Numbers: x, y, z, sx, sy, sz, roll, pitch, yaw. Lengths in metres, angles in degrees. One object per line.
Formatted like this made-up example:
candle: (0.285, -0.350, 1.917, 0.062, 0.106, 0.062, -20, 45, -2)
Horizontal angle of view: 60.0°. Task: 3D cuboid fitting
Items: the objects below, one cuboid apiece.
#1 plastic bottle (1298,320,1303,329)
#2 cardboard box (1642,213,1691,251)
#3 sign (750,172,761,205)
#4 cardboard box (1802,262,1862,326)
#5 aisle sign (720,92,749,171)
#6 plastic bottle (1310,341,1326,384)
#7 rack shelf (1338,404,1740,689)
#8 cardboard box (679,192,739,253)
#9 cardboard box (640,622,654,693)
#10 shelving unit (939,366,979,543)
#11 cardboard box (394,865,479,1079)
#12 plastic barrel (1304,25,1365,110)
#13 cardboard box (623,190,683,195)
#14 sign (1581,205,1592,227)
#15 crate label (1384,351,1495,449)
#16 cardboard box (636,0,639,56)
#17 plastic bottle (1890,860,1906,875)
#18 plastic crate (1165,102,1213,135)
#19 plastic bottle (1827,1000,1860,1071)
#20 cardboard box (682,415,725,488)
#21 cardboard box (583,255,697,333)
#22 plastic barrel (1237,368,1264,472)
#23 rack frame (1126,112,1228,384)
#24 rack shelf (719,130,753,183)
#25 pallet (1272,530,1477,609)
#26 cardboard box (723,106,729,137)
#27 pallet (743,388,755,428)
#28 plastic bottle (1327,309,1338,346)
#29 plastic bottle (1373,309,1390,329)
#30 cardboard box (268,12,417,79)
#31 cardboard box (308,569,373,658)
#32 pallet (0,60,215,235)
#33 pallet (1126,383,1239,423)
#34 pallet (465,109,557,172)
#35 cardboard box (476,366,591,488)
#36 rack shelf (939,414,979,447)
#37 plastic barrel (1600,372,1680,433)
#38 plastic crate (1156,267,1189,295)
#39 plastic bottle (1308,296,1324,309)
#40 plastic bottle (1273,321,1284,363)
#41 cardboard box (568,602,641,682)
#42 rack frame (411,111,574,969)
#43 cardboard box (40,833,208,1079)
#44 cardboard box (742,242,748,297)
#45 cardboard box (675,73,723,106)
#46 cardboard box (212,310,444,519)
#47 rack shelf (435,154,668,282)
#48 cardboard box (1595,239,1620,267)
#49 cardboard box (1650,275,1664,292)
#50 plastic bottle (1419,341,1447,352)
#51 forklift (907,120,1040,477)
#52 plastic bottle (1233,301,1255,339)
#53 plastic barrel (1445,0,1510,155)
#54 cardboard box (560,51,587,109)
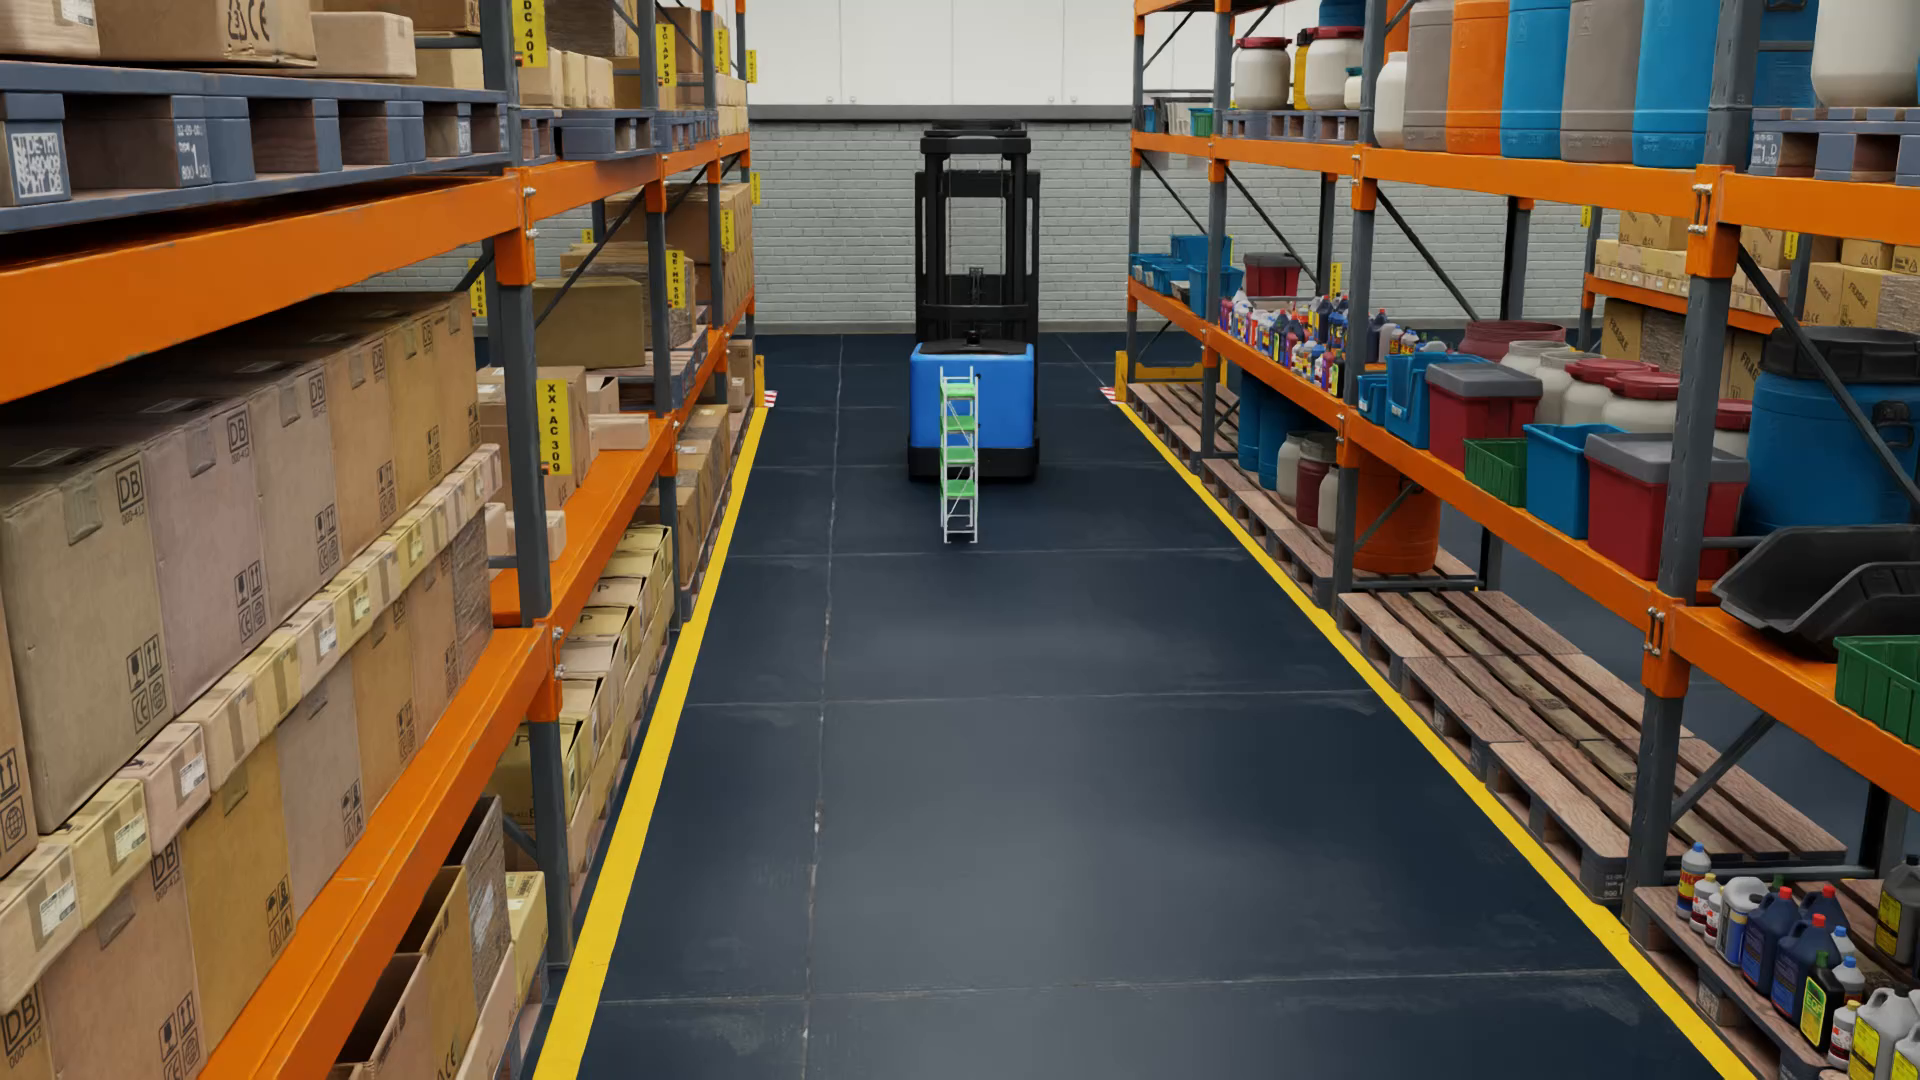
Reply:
plastic bottle: (2.388, -1.431, 11.825, 0.097, 0.271, 0.097, 0, 14, 0)
cardboard box: (7.057, -3.106, 16.279, 0.500, 0.500, 0.500, -1, 14, -5)
sign: (-2.105, -3.614, 17.094, 0.100, 0.325, 0.005, -1, 14, -3)
cardboard box: (7.254, -1.984, 13.516, 0.500, 0.500, 0.500, -1, 14, -3)
aisle sign: (-2.359, -4.177, 17.025, 0.394, 0.787, 0.004, -1, 14, -3)
plastic bottle: (2.314, -1.149, 10.730, 0.097, 0.271, 0.097, 0, 14, 0)
rack shelf: (2.904, -0.137, 7.981, 1.077, 0.370, 4.000, -1, 14, -3)
cardboard box: (-2.224, -2.812, 14.729, 0.500, 0.500, 0.500, -1, 14, -5)
cardboard box: (-1.825, 0.602, 8.343, 0.500, 0.250, 0.500, -1, 14, -2)
shelving unit: (-0.010, -0.622, 12.037, 0.258, 1.200, 0.503, -1, 14, -3)
cardboard box: (-1.616, 1.214, 4.460, 0.500, 0.500, 0.500, -1, 14, -3)
plastic barrel: (2.519, -3.143, 11.087, 0.433, 0.535, 0.433, 0, 14, 0)
cardboard box: (-2.797, -2.934, 15.203, 0.500, 0.500, 0.500, -1, 14, -4)
sign: (6.673, -3.499, 17.710, 0.100, 0.325, 0.005, -1, 14, -3)
crate label: (2.571, -0.748, 8.844, 0.502, 0.435, 0.616, -1, 14, -3)
cardboard box: (-2.248, -3.255, 10.429, 0.500, 0.500, 0.500, -1, 14, -3)
plastic bottle: (3.361, 1.240, 5.920, 0.097, 0.201, 0.097, 0, 14, 0)
plastic crate: (2.113, -3.811, 15.038, 0.437, 0.282, 0.530, -1, 14, -3)
plastic bottle: (2.669, 1.479, 4.990, 0.097, 0.201, 0.097, 0, 14, 0)
cardboard box: (-2.073, -0.663, 12.716, 0.500, 0.500, 0.500, -1, 14, -3)
cardboard box: (-2.241, -1.715, 11.629, 0.700, 0.500, 0.500, -5, 15, -18)
plastic barrel: (2.549, -1.029, 13.374, 0.600, 0.901, 0.708, -1, 14, -3)
rack frame: (2.284, -2.972, 17.558, 1.000, 3.000, 0.127, -1, 14, -3)
rack shelf: (-2.536, -3.503, 15.047, 1.077, 0.370, 4.000, -1, 14, -3)
pallet: (2.689, 0.173, 10.932, 1.003, 0.211, 1.213, -1, 14, -3)
cardboard box: (-2.222, -3.531, 14.011, 0.500, 0.250, 0.500, -1, 14, -3)
pallet: (-2.605, -1.329, 16.768, 1.003, 0.211, 1.213, -1, 14, -3)
plastic bottle: (2.809, -1.599, 12.480, 0.097, 0.271, 0.097, 0, 14, 0)
plastic bottle: (2.984, -1.456, 11.764, 0.144, 0.351, 0.185, -1, 14, -3)
cardboard box: (-1.569, -1.219, 4.103, 0.380, 0.149, 0.250, -1, 14, -3)
cardboard box: (-1.589, 0.171, 3.838, 0.380, 0.149, 0.250, 0, 14, -2)
pallet: (-1.687, -0.503, 2.121, 1.003, 0.211, 1.213, -1, 14, -3)
pallet: (2.296, -1.416, 17.106, 1.003, 0.211, 1.213, -1, 14, -3)
pallet: (-1.984, -1.491, 6.167, 0.805, 0.209, 1.217, -1, 15, -6)
cardboard box: (-2.044, -0.538, 7.898, 0.500, 0.500, 0.500, -2, 15, -6)
rack shelf: (-0.010, -0.793, 11.993, 0.258, 0.148, 0.480, -1, 14, -3)
plastic barrel: (3.142, -0.477, 7.589, 0.433, 0.535, 0.433, 0, 14, 0)
plastic crate: (2.071, -2.451, 15.750, 0.416, 0.233, 0.300, -1, 14, -3)
plastic bottle: (2.879, -1.824, 13.345, 0.152, 0.276, 0.135, -1, 14, -3)
plastic bottle: (2.238, -1.383, 11.617, 0.061, 0.283, 0.133, -1, 14, -3)
cardboard box: (-1.790, 0.456, 7.786, 0.500, 0.311, 0.500, 0, 14, -2)
rack frame: (-1.917, 0.088, 5.665, 1.000, 3.000, 0.127, -1, 14, -3)
cardboard box: (-1.722, 0.787, 2.745, 0.700, 0.500, 0.500, -1, 14, -2)
cardboard box: (-2.300, -2.585, 15.851, 0.500, 0.500, 0.500, -1, 14, -3)
cardboard box: (-2.194, -3.649, 13.465, 0.500, 0.250, 0.500, -1, 14, -3)
cardboard box: (-1.850, -0.353, 4.574, 0.700, 0.500, 0.500, -1, 14, -4)
rack shelf: (-2.040, -1.514, 7.314, 1.077, 0.370, 4.000, -1, 14, -3)
cardboard box: (6.988, -2.996, 17.356, 0.500, 0.250, 0.500, -1, 14, -5)
cardboard box: (7.002, -2.514, 16.281, 0.380, 0.149, 0.250, -1, 14, -4)
plastic bottle: (3.047, -1.150, 10.725, 0.152, 0.276, 0.135, -1, 14, -3)
forklift: (0.164, -2.256, 14.912, 1.130, 2.935, 3.031, 1, 14, 3)
plastic bottle: (2.203, -1.705, 12.883, 0.152, 0.276, 0.135, -1, 14, -3)
plastic barrel: (2.654, -2.273, 7.959, 0.600, 0.830, 0.708, -1, 14, -3)
cardboard box: (-2.005, -2.106, 7.630, 0.500, 0.250, 0.500, -1, 14, -5)
